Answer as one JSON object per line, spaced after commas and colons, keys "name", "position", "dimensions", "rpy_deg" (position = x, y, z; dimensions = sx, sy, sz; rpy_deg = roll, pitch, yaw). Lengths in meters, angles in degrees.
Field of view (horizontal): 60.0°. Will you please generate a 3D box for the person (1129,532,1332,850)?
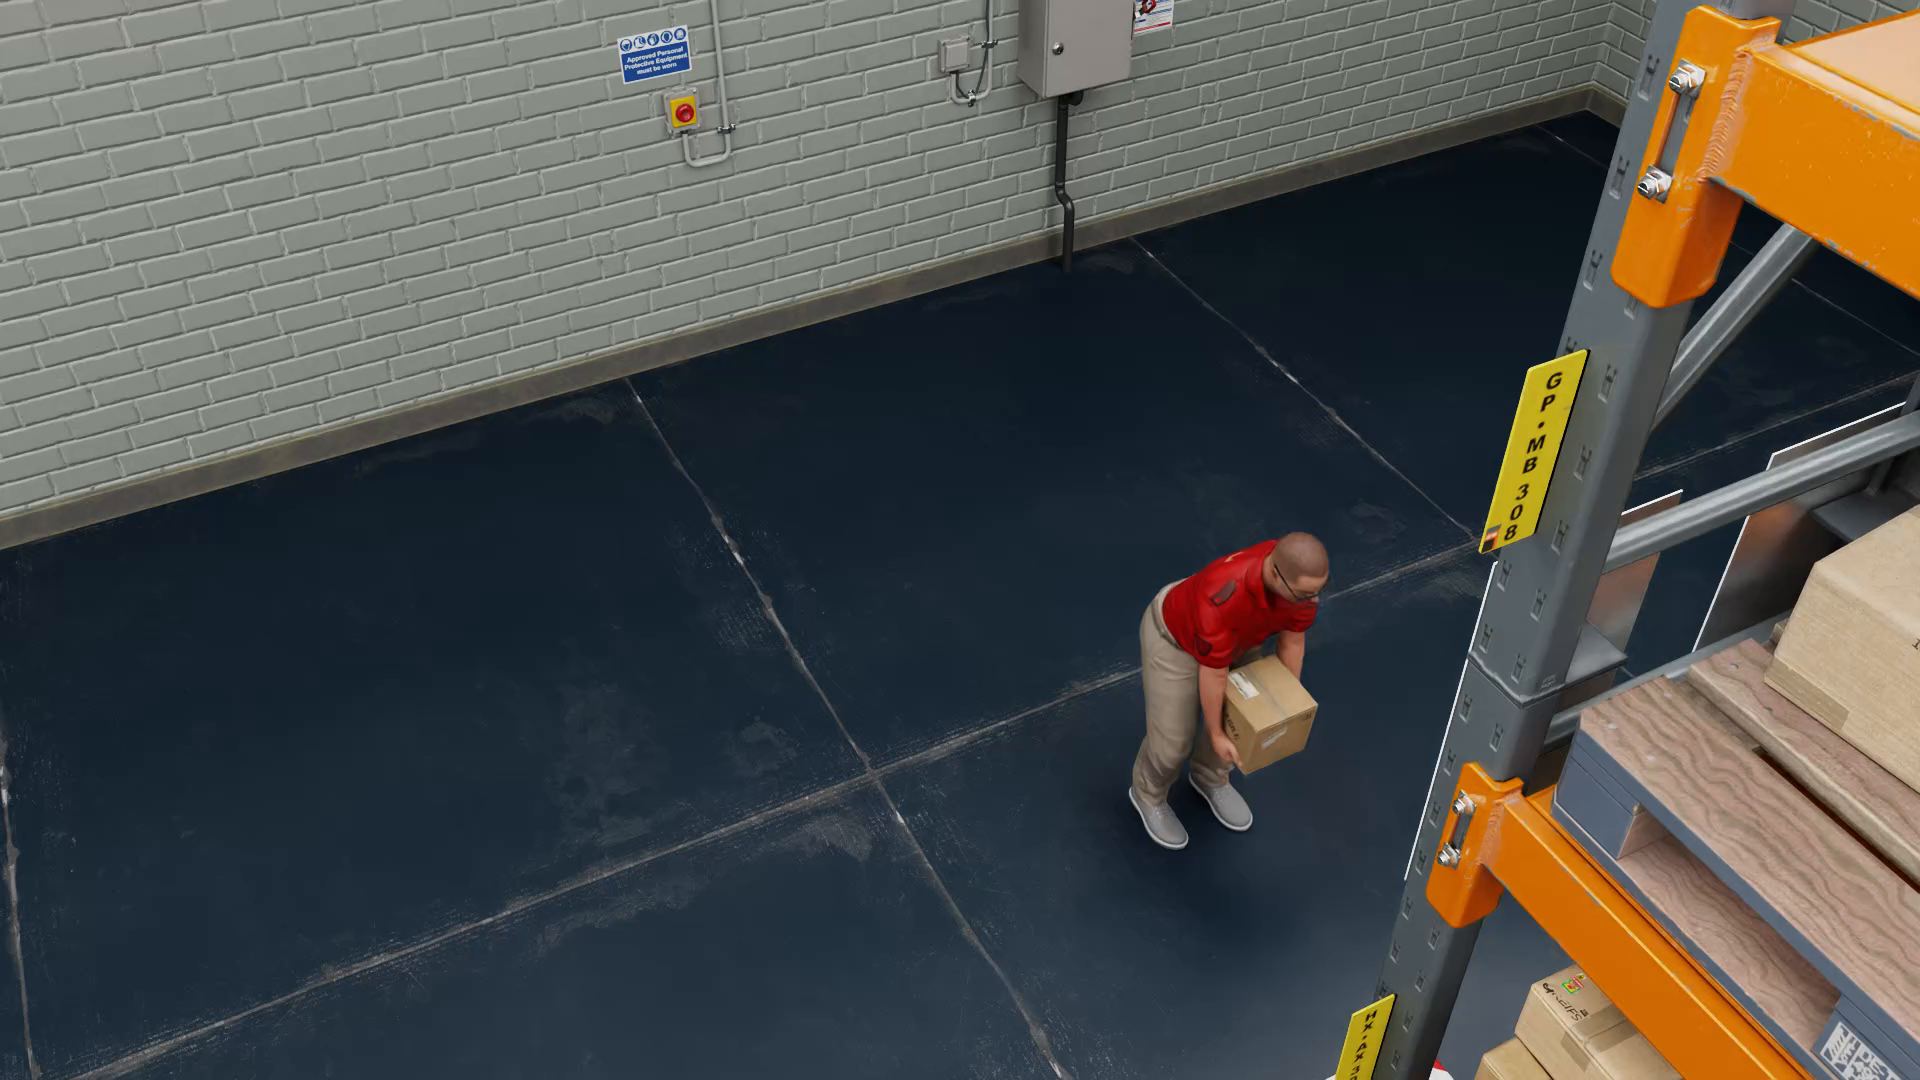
{"name": "person", "position": [0.924, 0.469, 5.739], "dimensions": [0.487, 1.595, 0.675], "rpy_deg": [-20, 45, -21]}
